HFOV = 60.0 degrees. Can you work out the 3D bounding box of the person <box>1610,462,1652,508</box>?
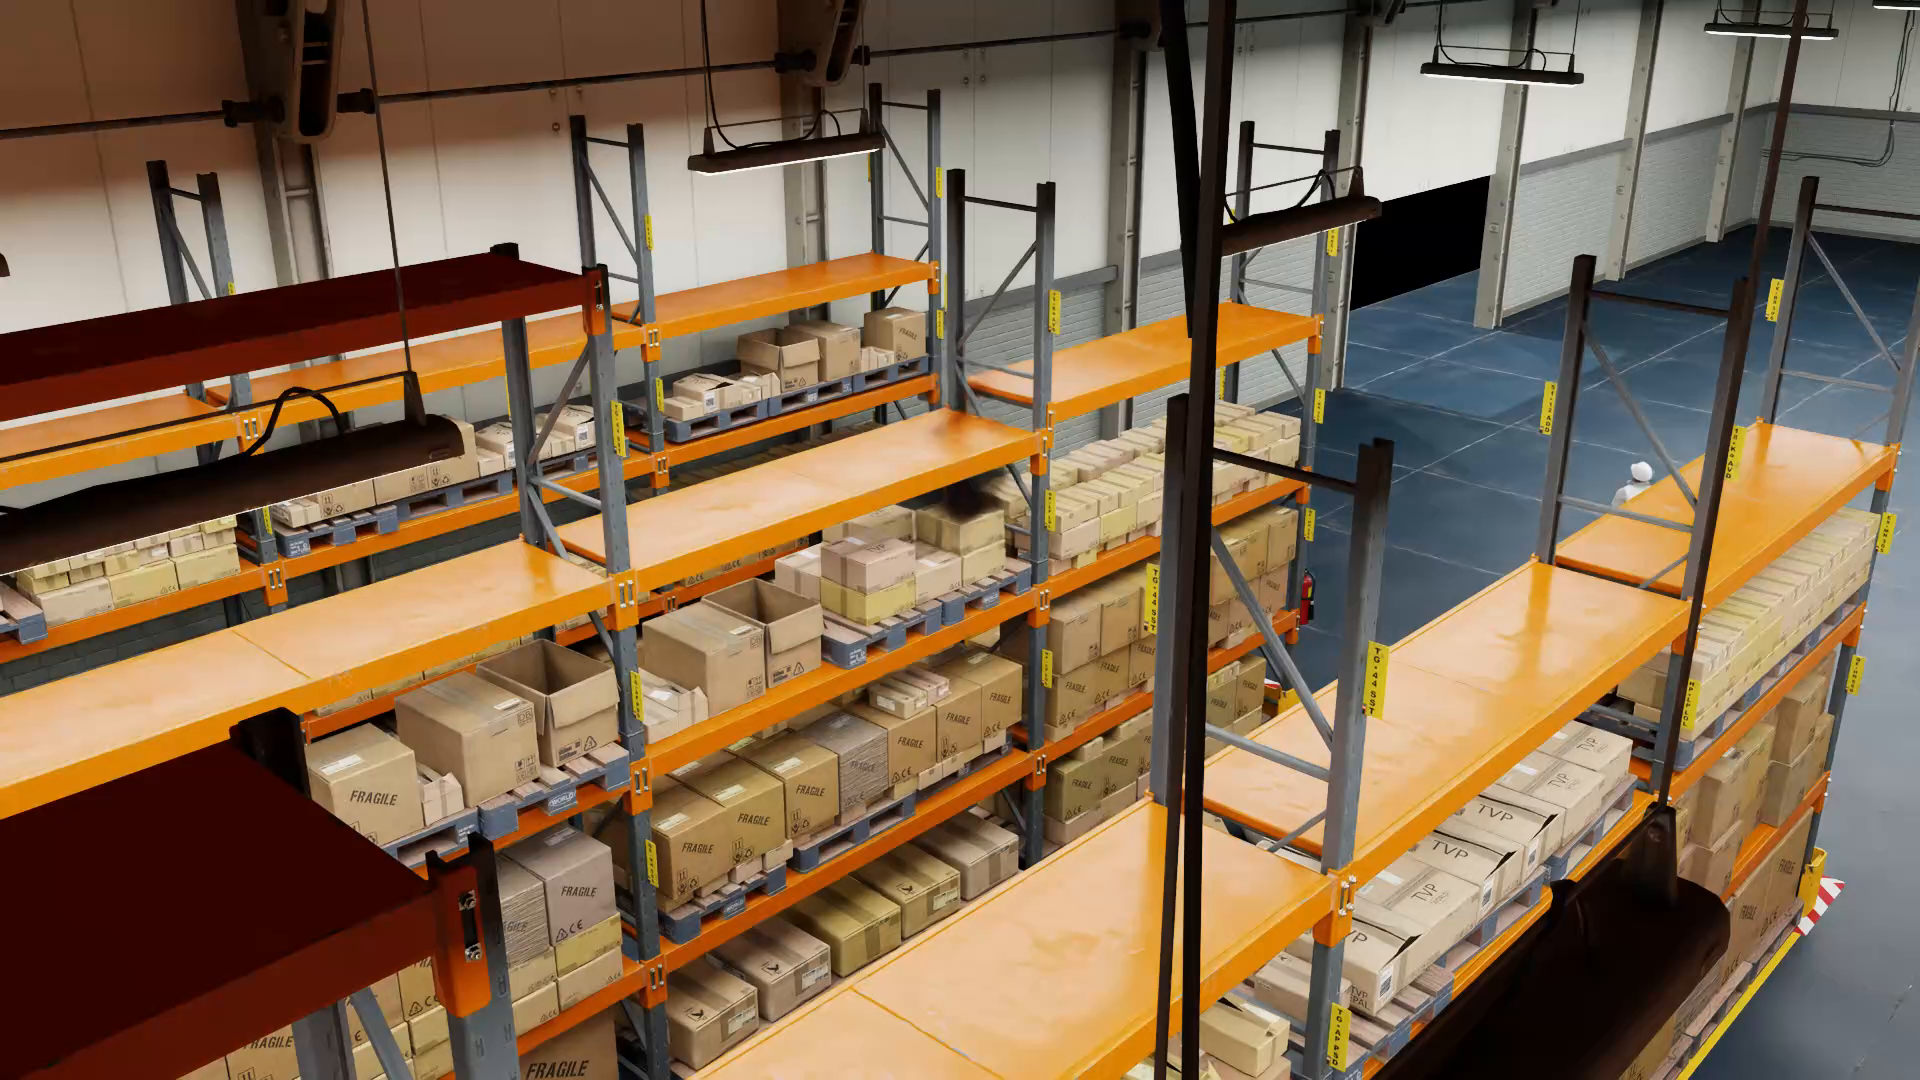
[{"bbox_3d":[8.059,-0.116,19.926,0.667,1.736,0.779,1,21,2],"label":"person"}]
